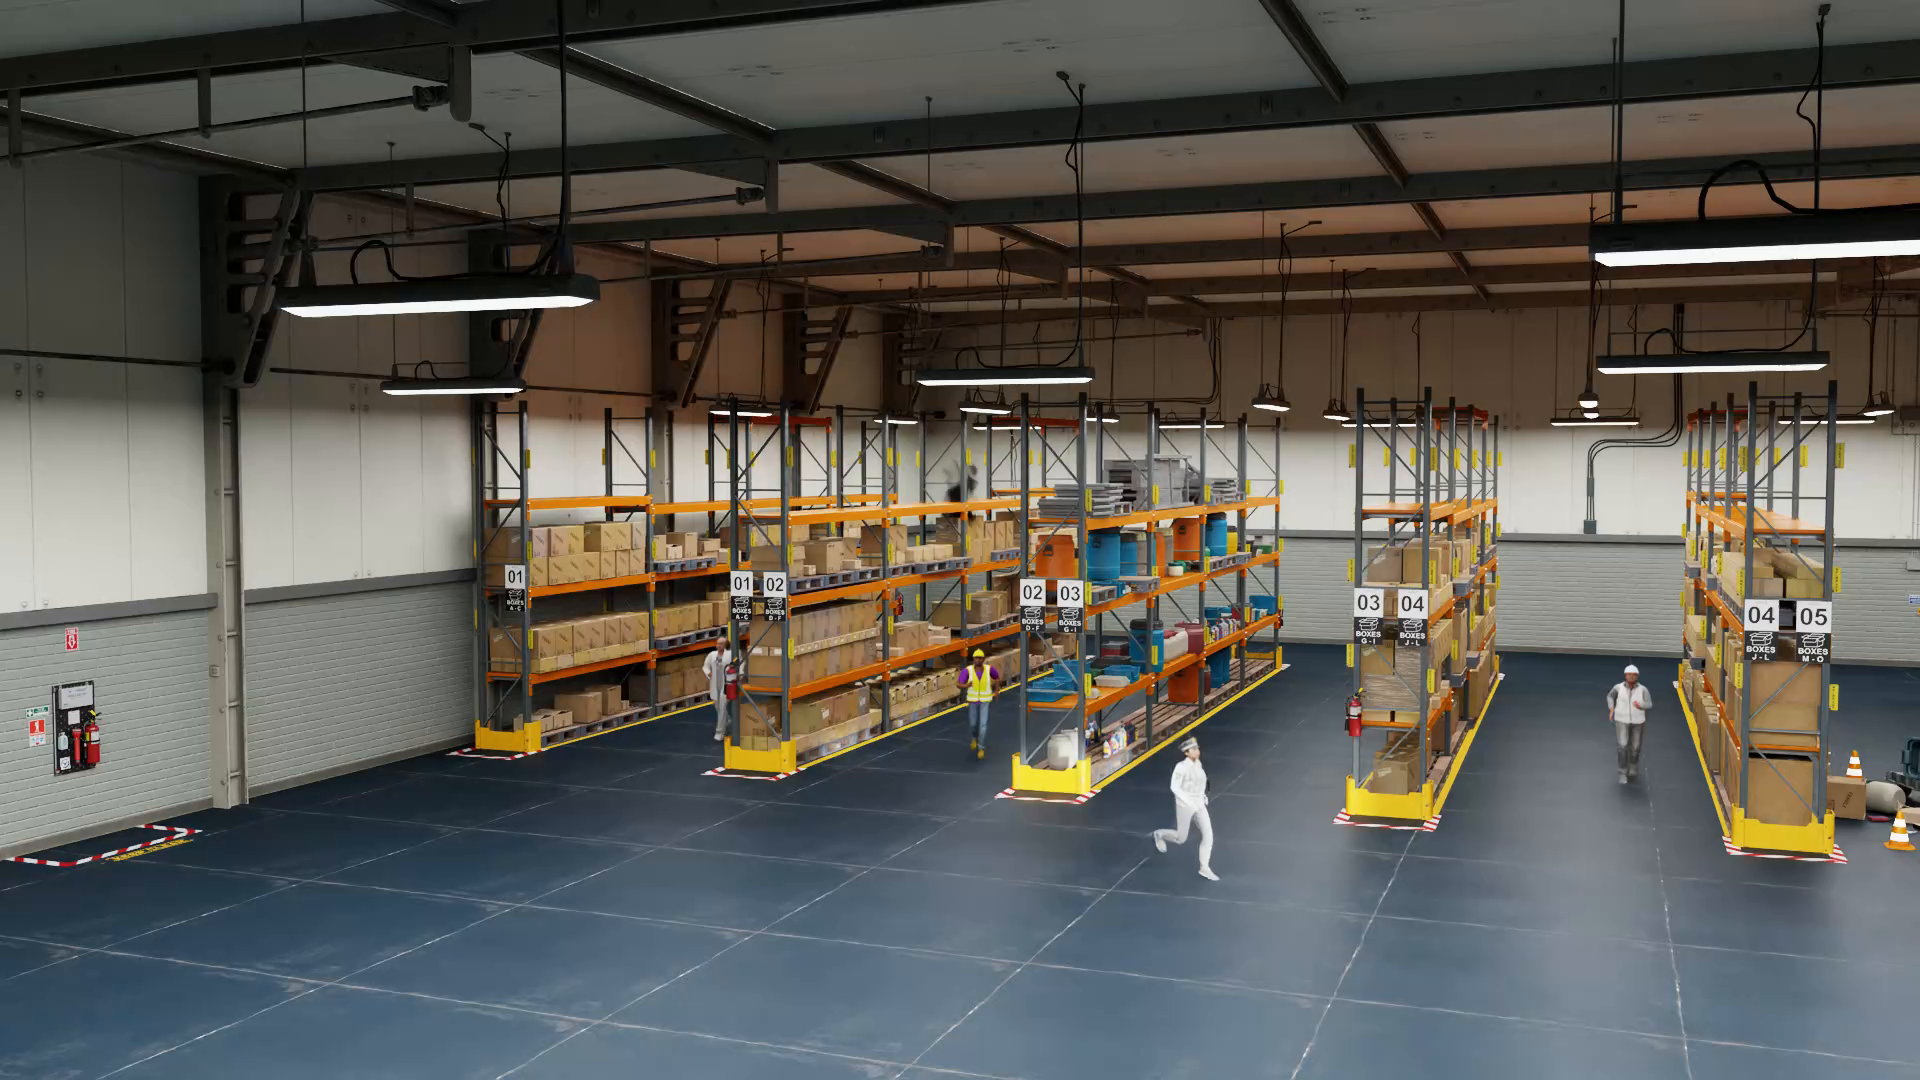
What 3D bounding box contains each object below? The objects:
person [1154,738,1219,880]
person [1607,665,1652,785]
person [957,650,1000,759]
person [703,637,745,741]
[{"bbox_3d":[2.754,3.215,20.085,0.601,1.686,0.949,-2,4,-38],"label":"person"},{"bbox_3d":[10.410,2.857,25.847,0.631,1.834,0.779,1,3,17],"label":"person"},{"bbox_3d":[0.307,2.724,28.022,0.730,1.770,0.939,0,3,1],"label":"person"},{"bbox_3d":[-4.274,2.687,29.964,0.730,1.726,0.949,1,3,13],"label":"person"}]
